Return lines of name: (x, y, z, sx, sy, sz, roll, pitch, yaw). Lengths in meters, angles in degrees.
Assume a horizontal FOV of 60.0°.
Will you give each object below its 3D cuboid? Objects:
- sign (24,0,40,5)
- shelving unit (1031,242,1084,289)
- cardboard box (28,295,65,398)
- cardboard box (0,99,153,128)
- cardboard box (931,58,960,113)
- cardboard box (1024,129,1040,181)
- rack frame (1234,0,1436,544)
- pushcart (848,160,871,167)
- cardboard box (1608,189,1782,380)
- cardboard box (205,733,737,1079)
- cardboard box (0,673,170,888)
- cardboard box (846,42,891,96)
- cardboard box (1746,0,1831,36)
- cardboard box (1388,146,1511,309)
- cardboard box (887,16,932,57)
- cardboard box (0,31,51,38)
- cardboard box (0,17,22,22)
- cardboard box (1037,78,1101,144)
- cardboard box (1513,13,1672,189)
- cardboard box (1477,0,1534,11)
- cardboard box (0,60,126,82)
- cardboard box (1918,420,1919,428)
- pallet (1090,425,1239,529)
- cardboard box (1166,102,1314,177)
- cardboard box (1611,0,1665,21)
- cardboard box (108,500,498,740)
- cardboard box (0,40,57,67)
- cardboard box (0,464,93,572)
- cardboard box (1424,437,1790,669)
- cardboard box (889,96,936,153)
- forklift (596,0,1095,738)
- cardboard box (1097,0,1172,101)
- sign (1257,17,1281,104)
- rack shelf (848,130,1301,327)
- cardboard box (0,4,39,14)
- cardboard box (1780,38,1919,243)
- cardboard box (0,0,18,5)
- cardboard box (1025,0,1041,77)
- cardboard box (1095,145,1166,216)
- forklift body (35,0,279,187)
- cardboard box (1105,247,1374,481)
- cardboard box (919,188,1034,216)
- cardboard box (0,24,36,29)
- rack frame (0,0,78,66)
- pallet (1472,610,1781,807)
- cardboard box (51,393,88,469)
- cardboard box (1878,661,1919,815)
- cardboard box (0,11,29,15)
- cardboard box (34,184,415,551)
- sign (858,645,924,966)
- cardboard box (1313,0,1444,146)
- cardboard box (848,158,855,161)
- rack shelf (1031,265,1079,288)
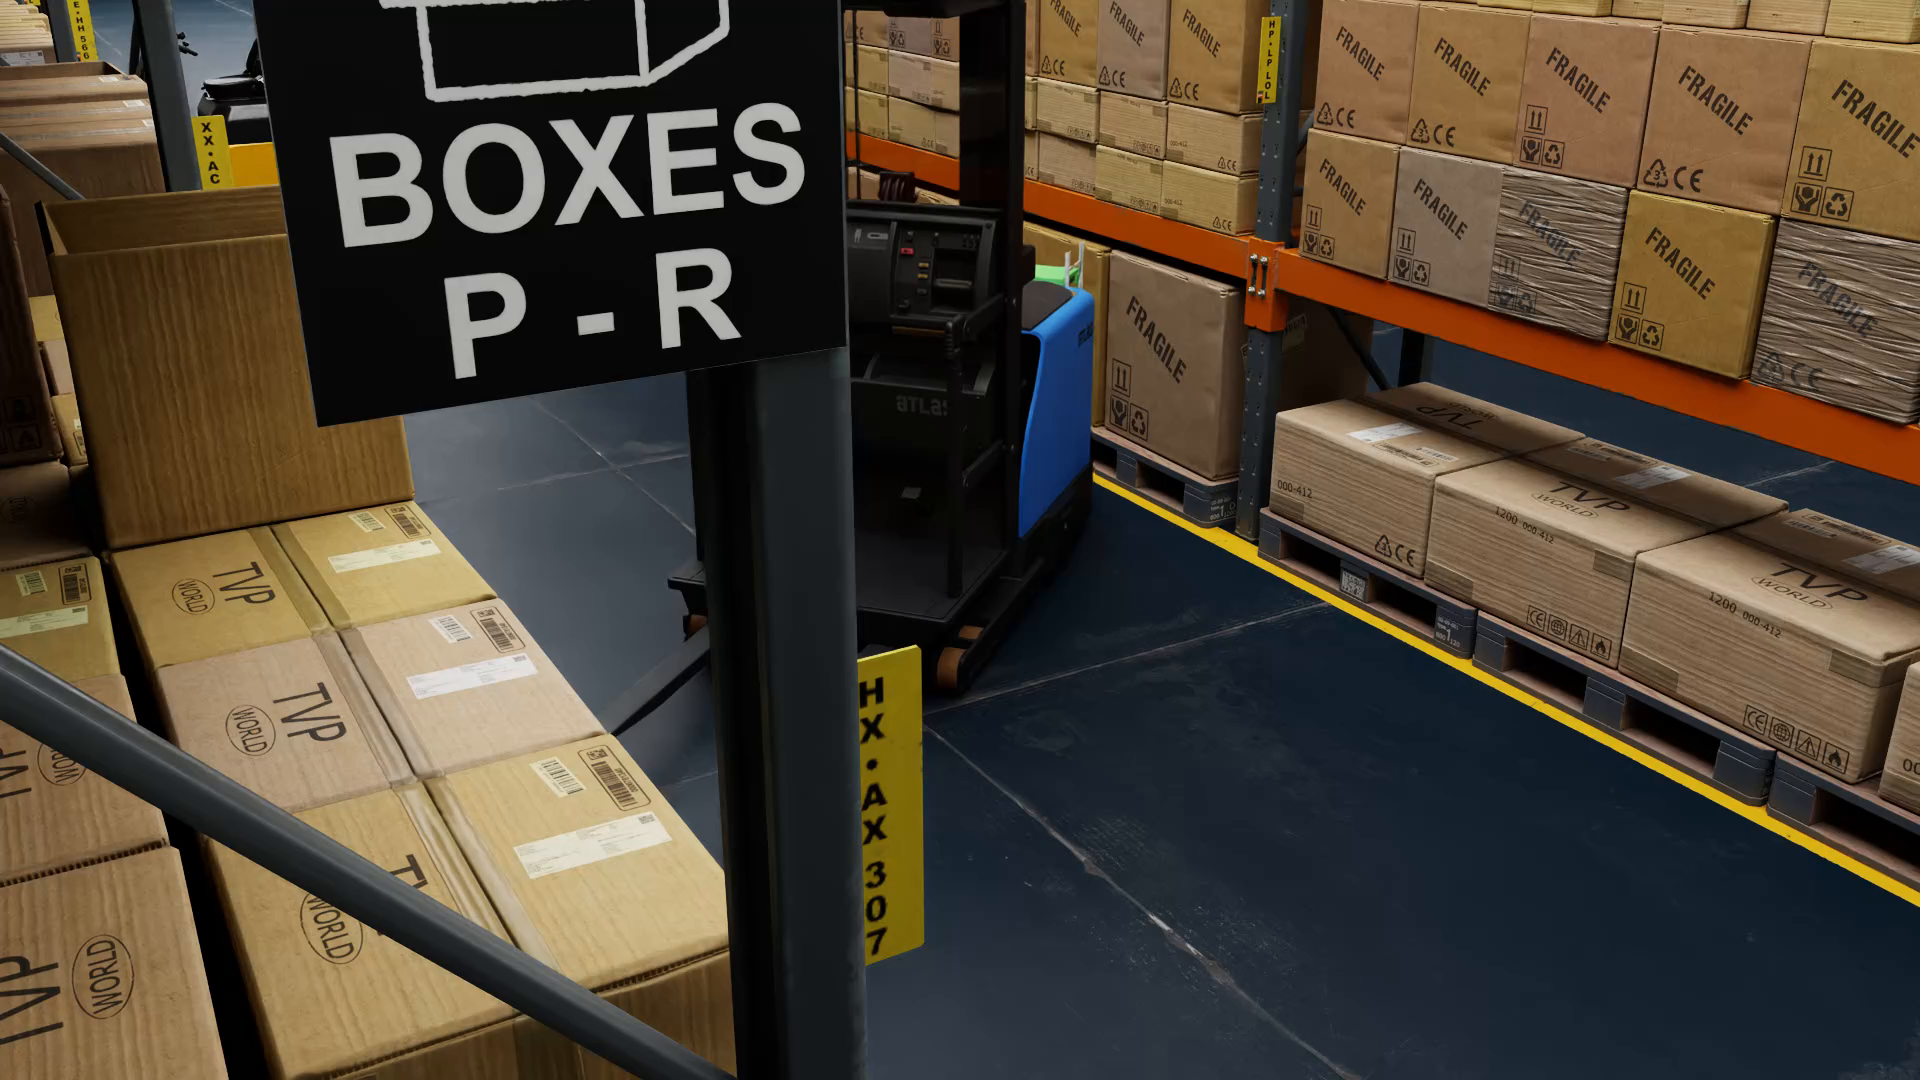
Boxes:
sign: (-6.214, -3.731, 11.074, 0.100, 0.325, 0.005, -13, 25, -28)
shelving unit: (0.273, -0.757, 7.580, 0.503, 1.200, 0.258, 8, 23, 18)
cardboard box: (-2.119, -0.484, 4.323, 0.500, 0.250, 0.500, -12, 25, -27)
cardboard box: (-2.908, -1.142, 5.446, 0.700, 0.500, 0.500, -12, 25, -28)
cardboard box: (0.187, -2.404, 8.777, 0.500, 0.250, 0.500, -13, 25, -28)
cardboard box: (0.462, -2.015, 8.485, 0.500, 0.250, 0.500, -13, 25, -28)
rack frame: (1.676, -1.490, 6.993, 1.000, 3.000, 0.127, -13, 25, -28)
pushcart: (-0.476, -3.319, 14.977, 0.936, 0.377, 1.648, 17, 28, 36)
cardboard box: (2.456, -0.841, 5.264, 0.500, 0.500, 0.500, -12, 25, -27)
cardboard box: (-0.546, 0.494, 1.916, 0.500, 0.250, 0.500, -12, 25, -28)
cardboard box: (-1.271, 0.428, 2.079, 0.500, 0.250, 0.500, -13, 25, -28)
cardboard box: (-0.320, -2.735, 9.592, 0.500, 0.250, 0.500, -13, 25, -29)
cardboard box: (2.547, -1.574, 4.877, 0.380, 0.149, 0.250, -12, 25, -27)
cardboard box: (1.945, -1.170, 6.074, 0.500, 0.500, 0.500, -12, 25, -28)
cardboard box: (-0.064, -2.929, 9.072, 0.500, 0.500, 0.500, -12, 25, -28)
cardboard box: (-4.833, -2.500, 8.483, 0.380, 0.149, 0.250, -12, 25, -27)
cardboard box: (-5.426, -2.817, 9.263, 0.380, 0.149, 0.250, -13, 25, -28)
cardboard box: (0.711, -2.075, 7.967, 0.500, 0.250, 0.500, -12, 25, -27)
cardboard box: (2.216, -1.466, 5.473, 0.500, 0.500, 0.500, -12, 25, -27)
cardboard box: (2.000, -1.901, 5.682, 0.380, 0.149, 0.250, -13, 25, -29)
cardboard box: (-3.639, -1.578, 6.515, 0.797, 0.503, 0.637, -13, 26, -29)
cardboard box: (3.002, -0.512, 4.454, 0.500, 0.500, 0.500, -13, 26, -29)
pallet: (1.217, -0.433, 8.097, 1.003, 0.211, 1.213, -13, 25, -28)
cardboard box: (1.242, -1.748, 7.163, 0.500, 0.250, 0.500, -13, 25, -28)
cardboard box: (2.310, -1.744, 5.296, 0.380, 0.149, 0.250, -13, 25, -28)
cardboard box: (-1.065, 0.168, 2.720, 0.500, 0.250, 0.500, -13, 26, -29)
cardboard box: (-4.542, -2.335, 8.079, 0.380, 0.149, 0.250, -12, 25, -27)
cardboard box: (-1.787, 0.097, 2.892, 0.500, 0.250, 0.500, -13, 25, -28)
cardboard box: (2.363, 0.016, 6.133, 0.875, 0.438, 0.875, -13, 26, -30)
cardboard box: (-0.056, -2.345, 9.297, 0.500, 0.250, 0.500, -13, 26, -30)
forklift: (-0.393, -0.983, 5.838, 1.130, 2.935, 3.031, 8, 23, 18)
cardboard box: (0.962, -2.262, 7.431, 0.500, 0.500, 0.500, -12, 25, -27)
sign: (1.215, -1.882, 6.525, 0.100, 0.325, 0.005, -13, 25, -28)
rack shelf: (0.655, -1.804, 8.721, 1.077, 0.370, 4.000, -13, 25, -28)
cardboard box: (-5.835, -3.173, 10.141, 0.380, 0.149, 0.250, -13, 26, -30)
cardboard box: (2.727, -1.139, 4.669, 0.500, 0.500, 0.500, -13, 25, -29)
cardboard box: (-6.163, -3.322, 10.507, 0.380, 0.149, 0.250, -13, 26, -29)
cardboard box: (0.442, -2.594, 8.249, 0.500, 0.500, 0.500, -12, 25, -27)
cardboard box: (0.971, -1.682, 7.665, 0.500, 0.250, 0.500, -13, 25, -29)
forklift body: (-6.182, -3.762, 13.711, 2.313, 2.155, 1.214, -13, 25, -28)
cardboard box: (1.291, -0.885, 7.770, 0.875, 0.875, 0.875, -12, 25, -27)
cardboard box: (0.367, -1.466, 9.198, 0.875, 0.875, 0.875, -12, 25, -28)
cardboard box: (-5.131, -2.657, 8.871, 0.380, 0.149, 0.250, -12, 25, -28)
rack frame: (-4.632, -1.828, 7.826, 1.000, 3.000, 0.127, -13, 25, -28)
pallet: (2.625, 0.459, 5.902, 1.003, 0.211, 1.213, -13, 25, -28)
cardboard box: (-1.607, -0.161, 3.527, 0.500, 0.250, 0.500, -13, 25, -29)
cardboard box: (3.297, 0.603, 4.689, 0.875, 0.438, 0.875, -14, 26, -30)
cardboard box: (-5.632, -2.994, 9.700, 0.380, 0.149, 0.250, -12, 25, -28)
cardboard box: (-1.312, -0.339, 2.969, 0.500, 0.500, 0.500, -12, 25, -27)
sign: (-0.079, 0.256, 1.549, 0.100, 0.325, 0.005, -13, 25, -28)
cardboard box: (1.711, -1.798, 6.292, 0.500, 0.500, 0.500, -12, 25, -28)
cardboard box: (-0.895, -3.624, 14.558, 0.500, 0.500, 0.500, -13, 25, -28)
rack shelf: (0.274, -1.143, 7.424, 0.480, 0.148, 0.258, 8, 23, 18)
